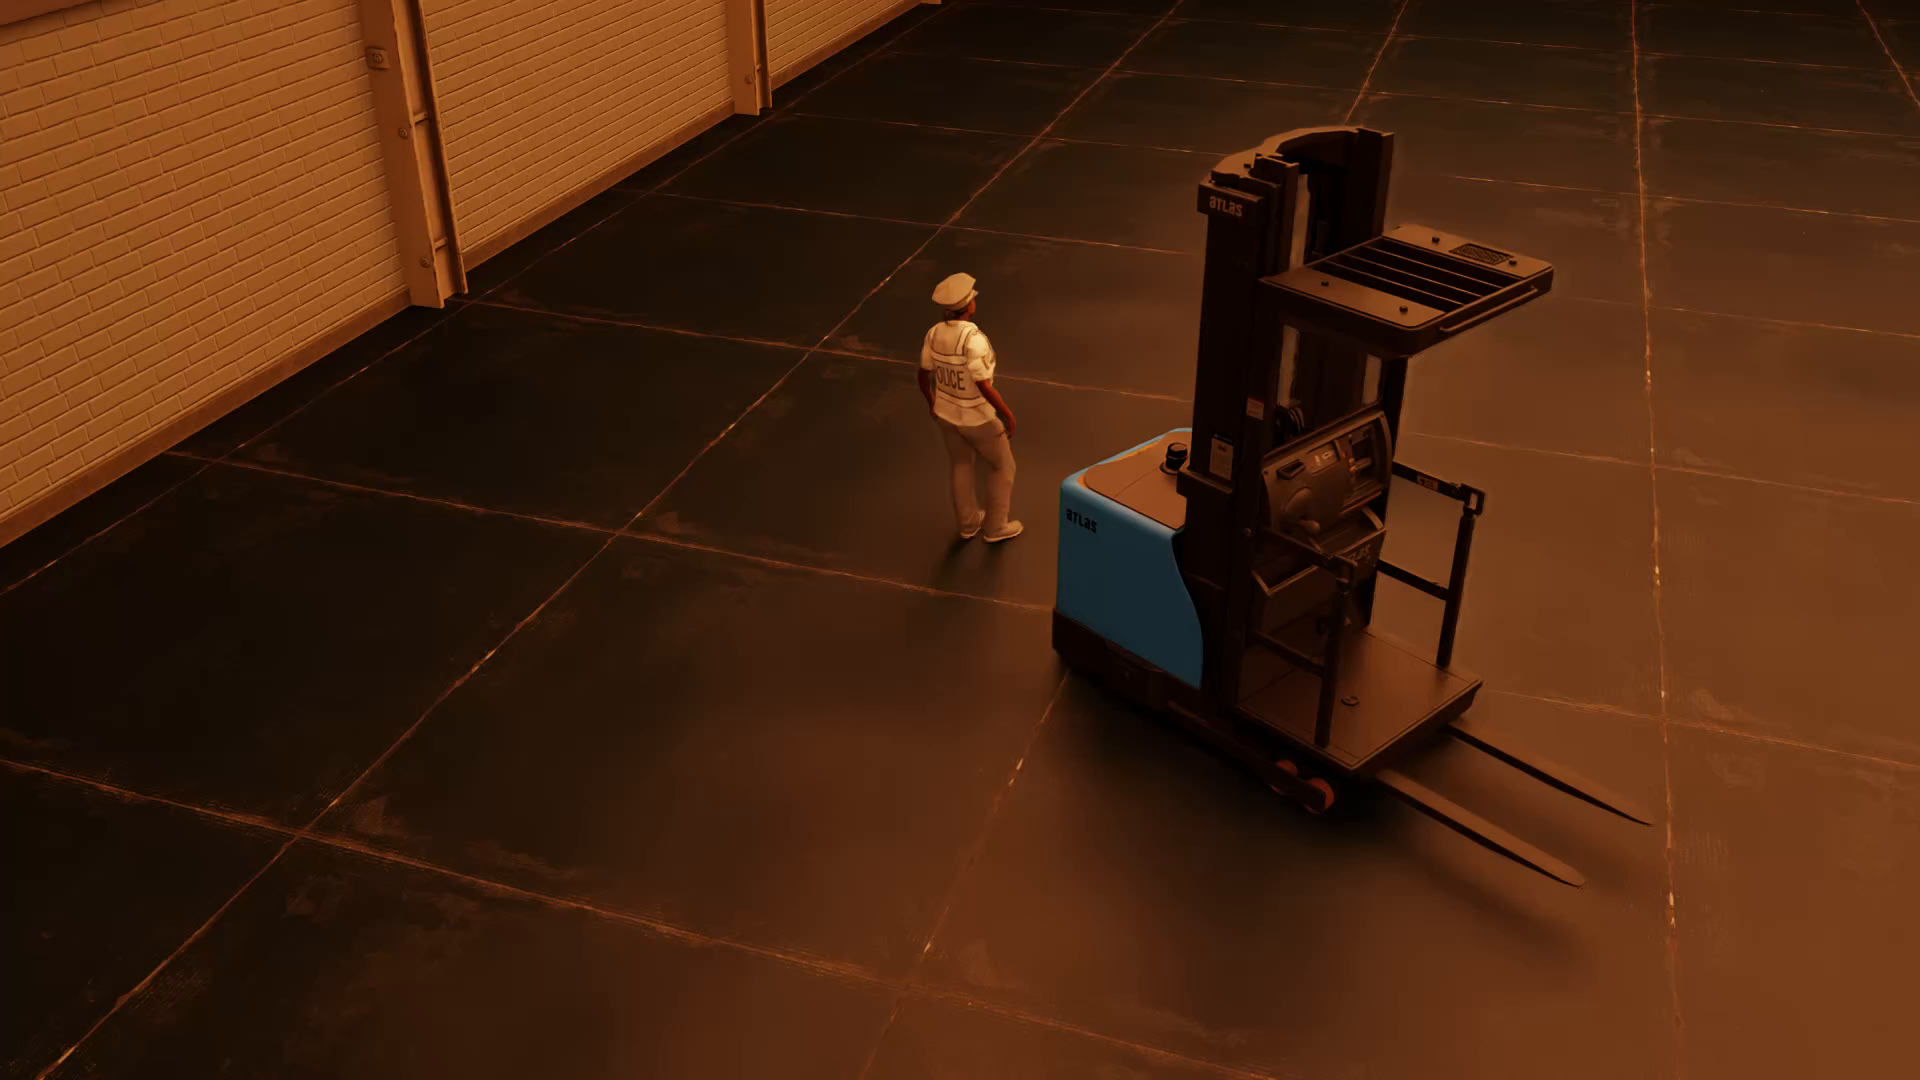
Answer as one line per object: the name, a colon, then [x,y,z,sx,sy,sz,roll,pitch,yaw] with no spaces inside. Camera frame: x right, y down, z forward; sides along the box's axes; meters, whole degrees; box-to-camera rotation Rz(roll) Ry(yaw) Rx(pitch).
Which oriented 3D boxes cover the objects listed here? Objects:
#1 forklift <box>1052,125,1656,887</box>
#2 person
forklift: [1.858,-0.272,7.614,1.130,2.935,3.031,-24,38,-36]
person: [0.093,-0.760,9.757,0.621,1.672,0.493,26,39,38]
